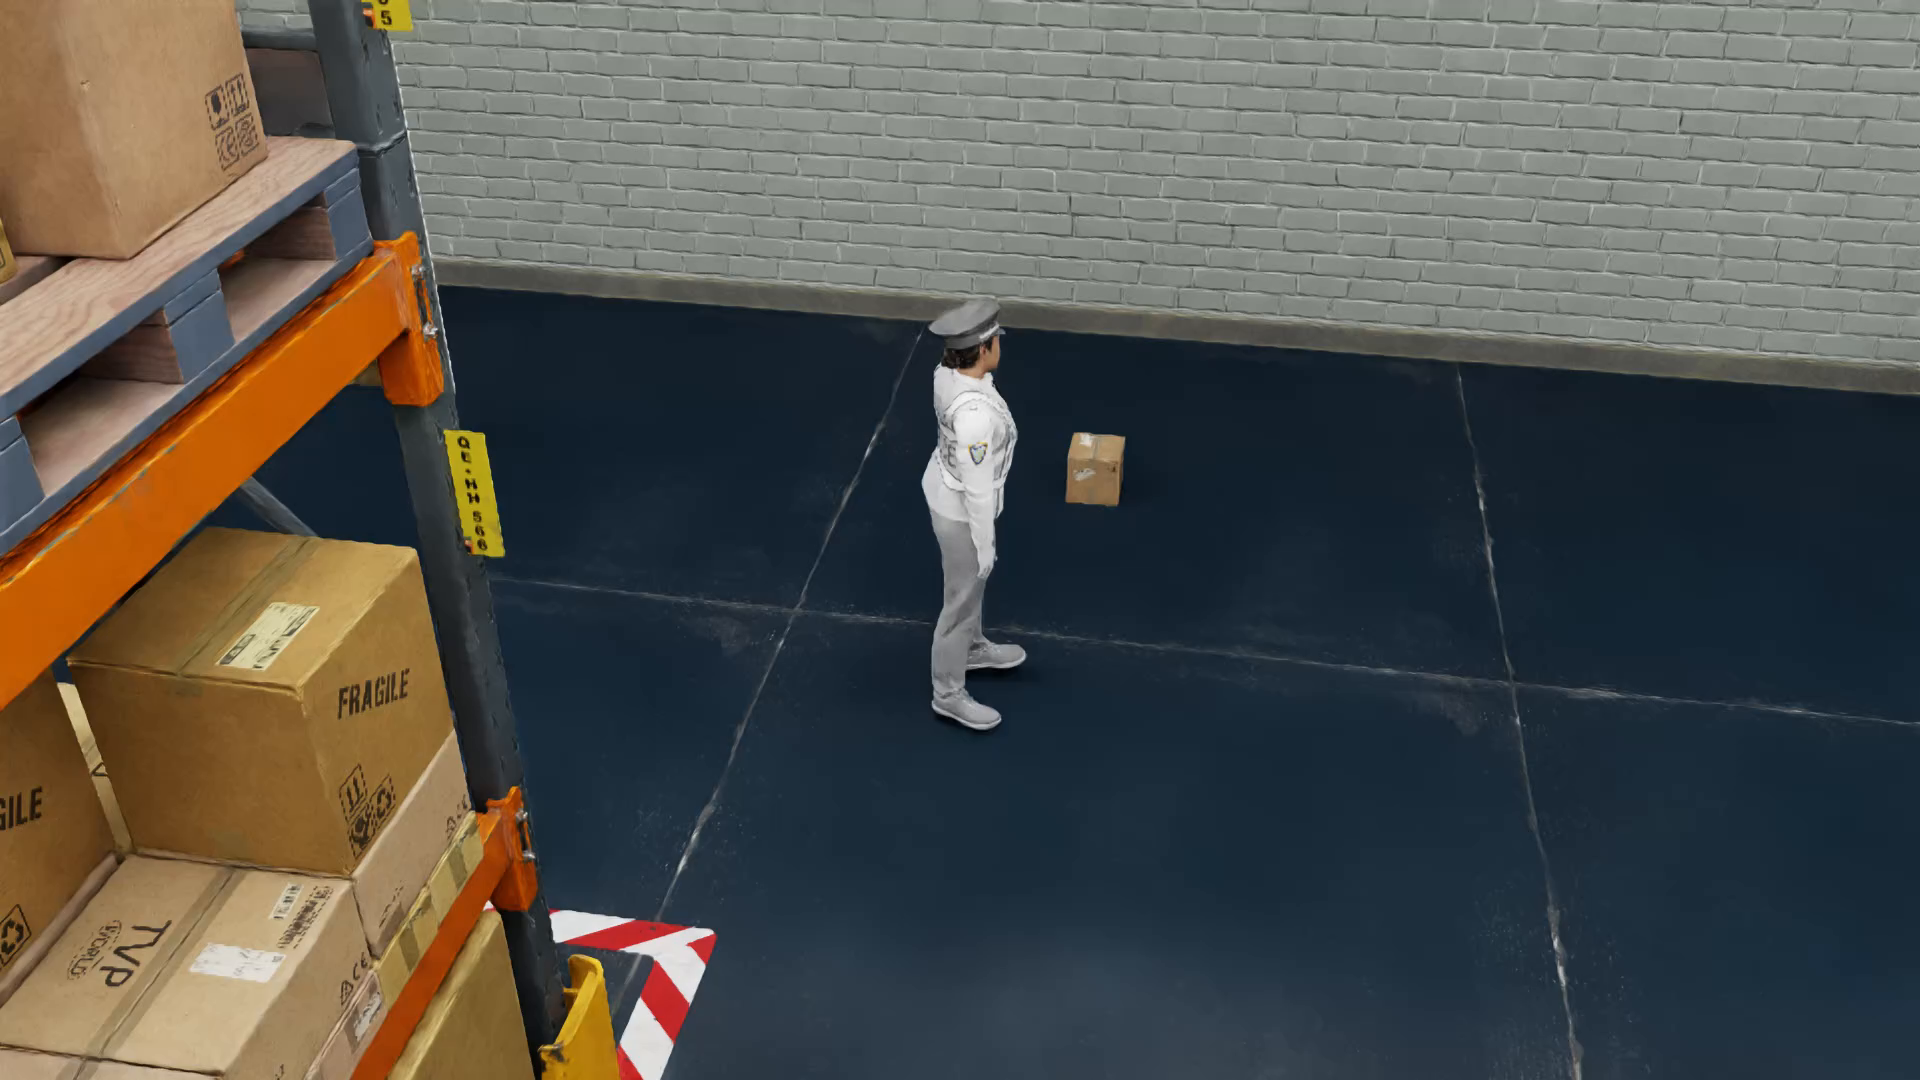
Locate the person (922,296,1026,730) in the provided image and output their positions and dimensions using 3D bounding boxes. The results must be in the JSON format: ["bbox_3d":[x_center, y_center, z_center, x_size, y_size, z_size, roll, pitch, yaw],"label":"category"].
[{"bbox_3d":[0.080,-0.112,6.251,0.430,1.686,0.540,-6,33,-9],"label":"person"}]
